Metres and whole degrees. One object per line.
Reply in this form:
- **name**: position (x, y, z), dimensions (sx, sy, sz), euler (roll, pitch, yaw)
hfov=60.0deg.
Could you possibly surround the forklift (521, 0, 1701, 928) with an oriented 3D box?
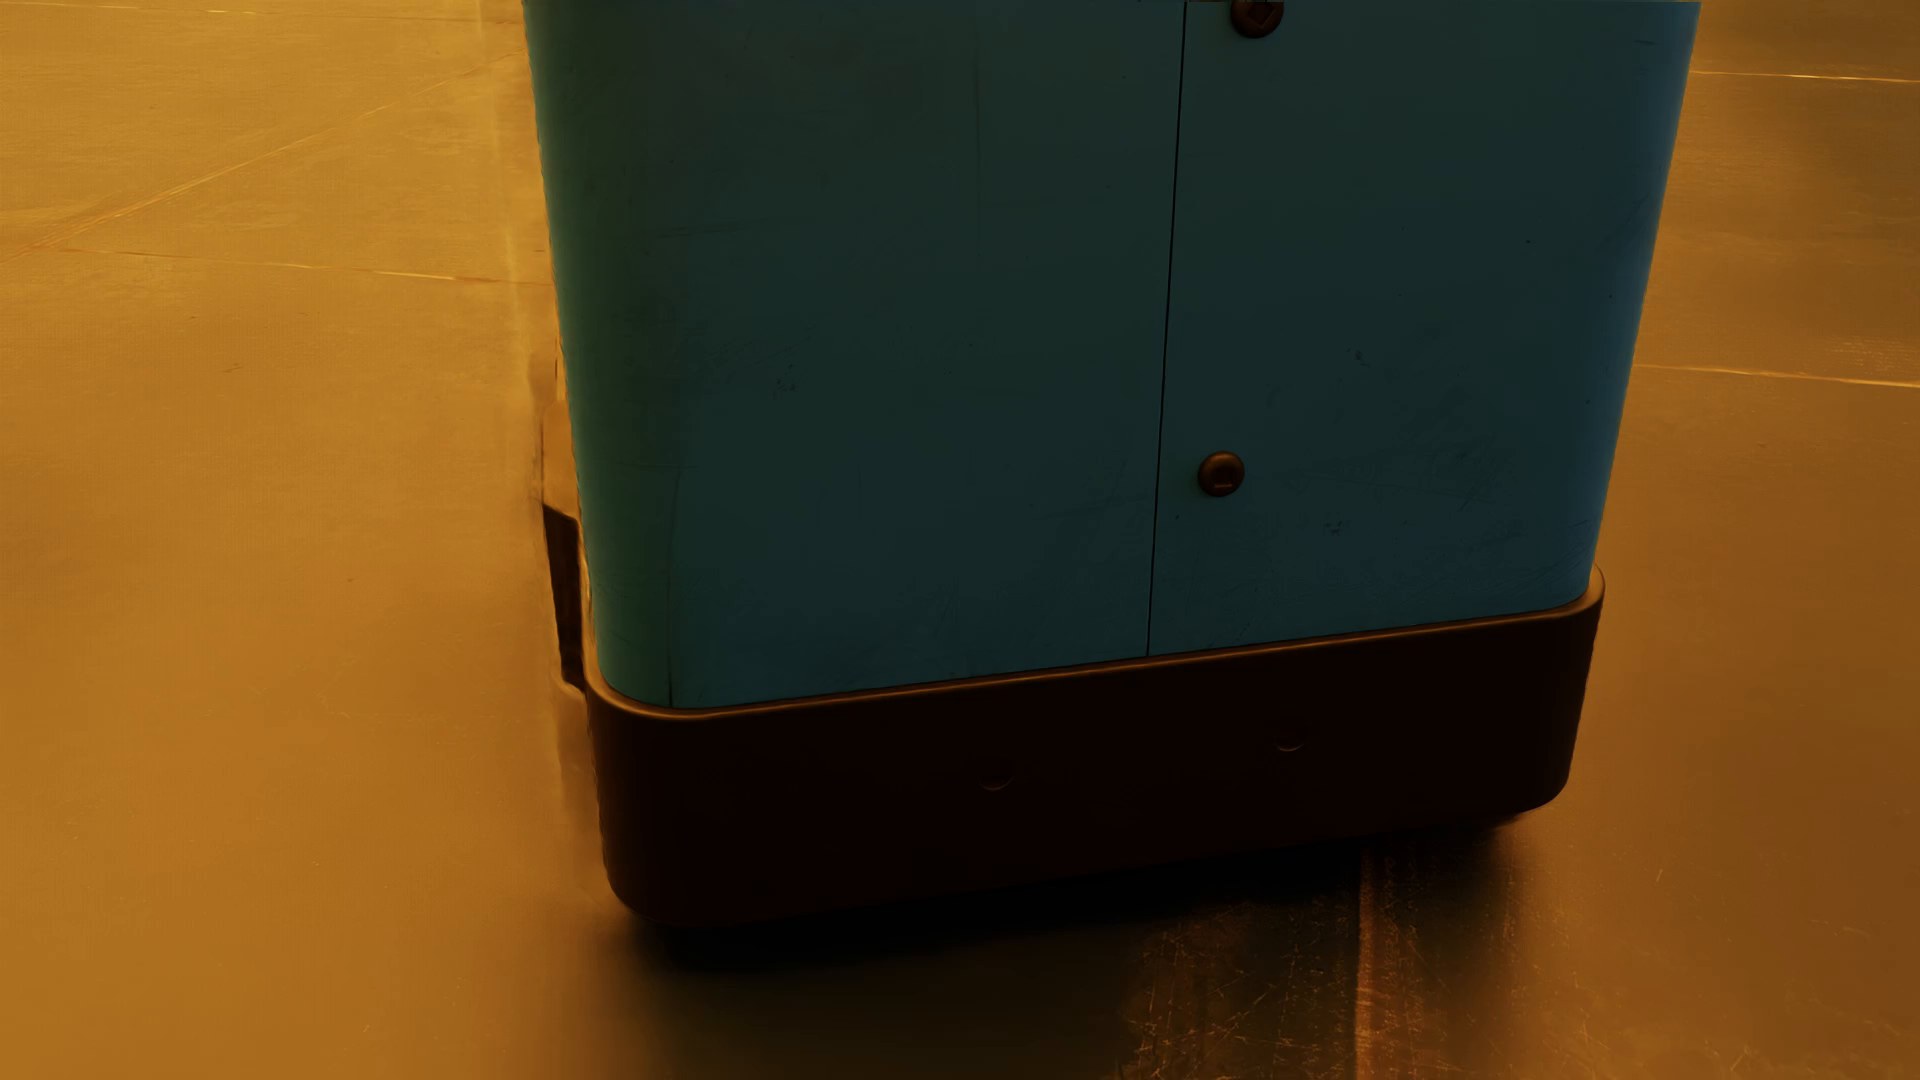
- **forklift**: position (-0.149, -1.578, 2.374), dimensions (1.130, 2.935, 3.031), euler (-6, 27, -11)
